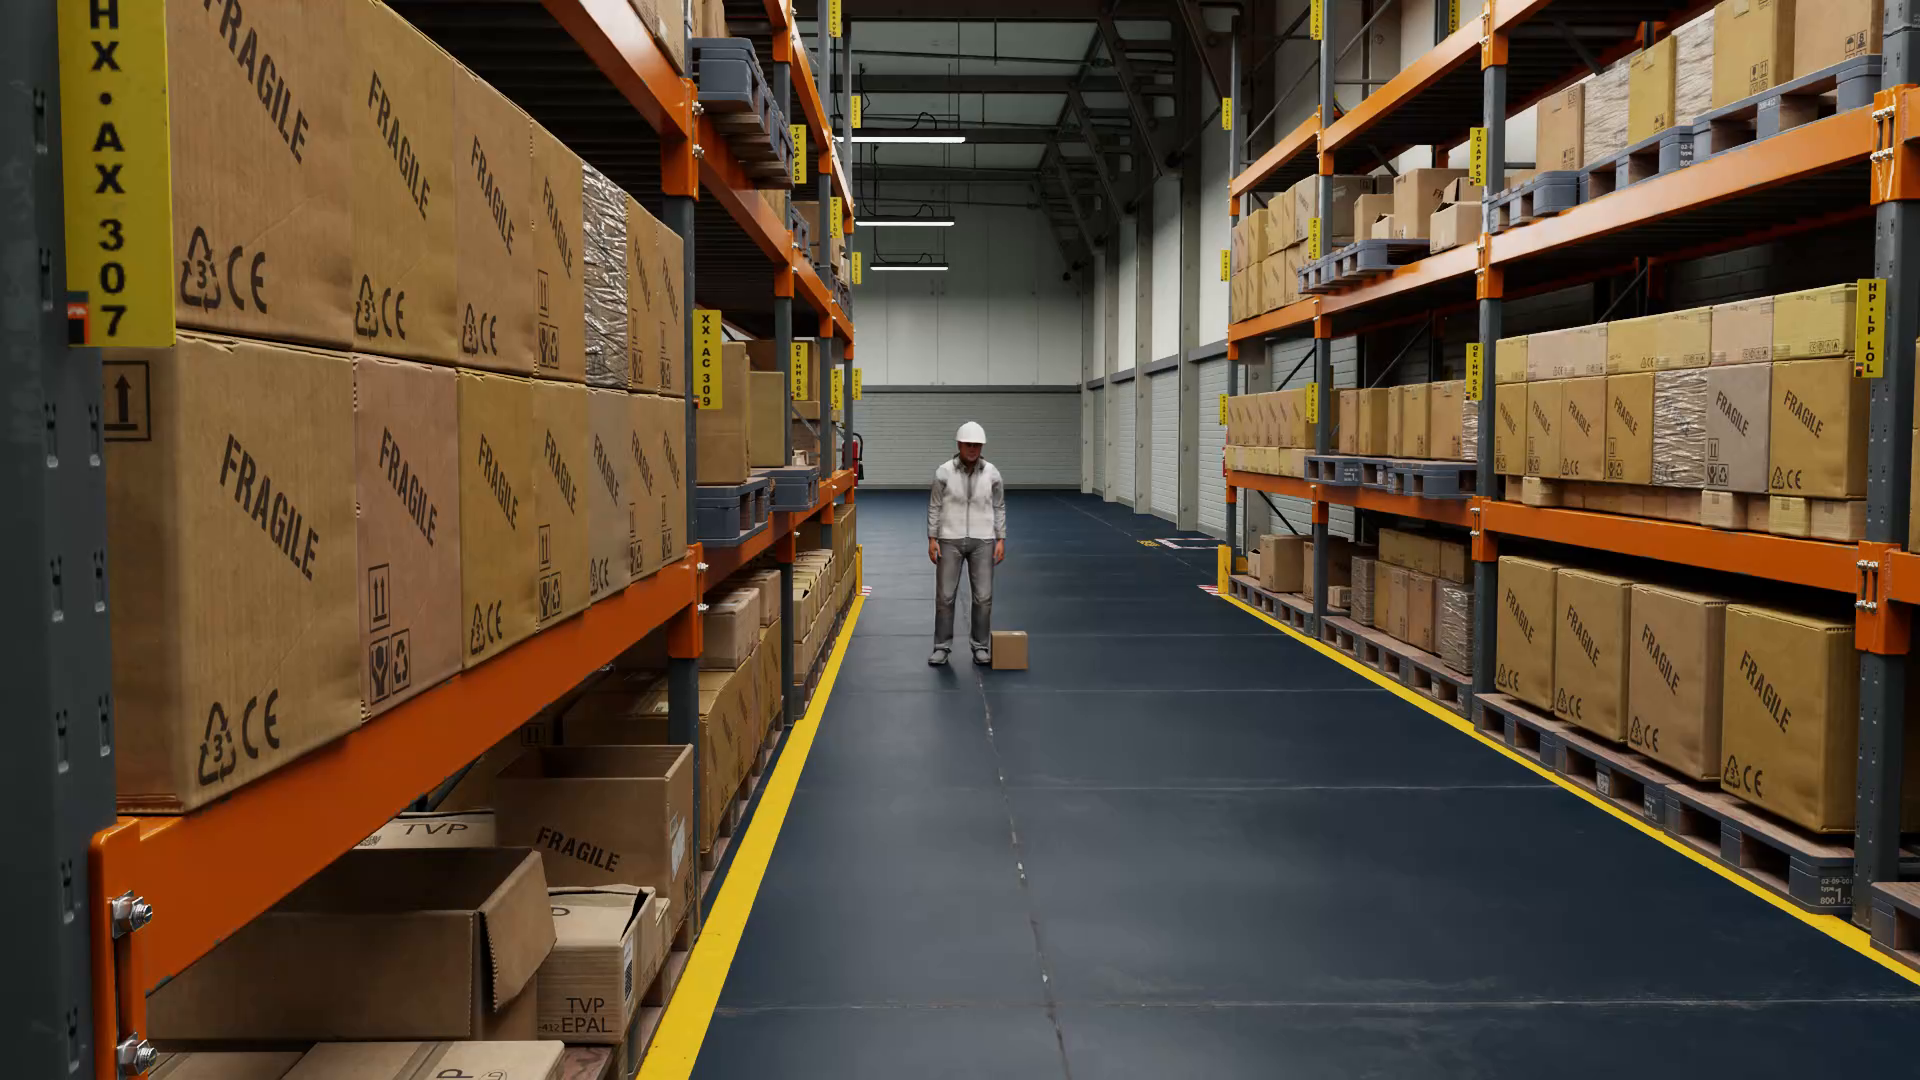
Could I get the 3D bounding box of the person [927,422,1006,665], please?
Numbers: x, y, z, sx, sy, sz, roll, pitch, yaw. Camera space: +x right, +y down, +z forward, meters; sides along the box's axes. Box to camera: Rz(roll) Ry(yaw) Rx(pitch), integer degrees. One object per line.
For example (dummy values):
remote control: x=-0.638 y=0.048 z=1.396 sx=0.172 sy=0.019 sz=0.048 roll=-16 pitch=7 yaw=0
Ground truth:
person: x=0.044 y=0.022 z=12.208 sx=0.579 sy=1.767 sz=0.464 roll=0 pitch=4 yaw=-5
